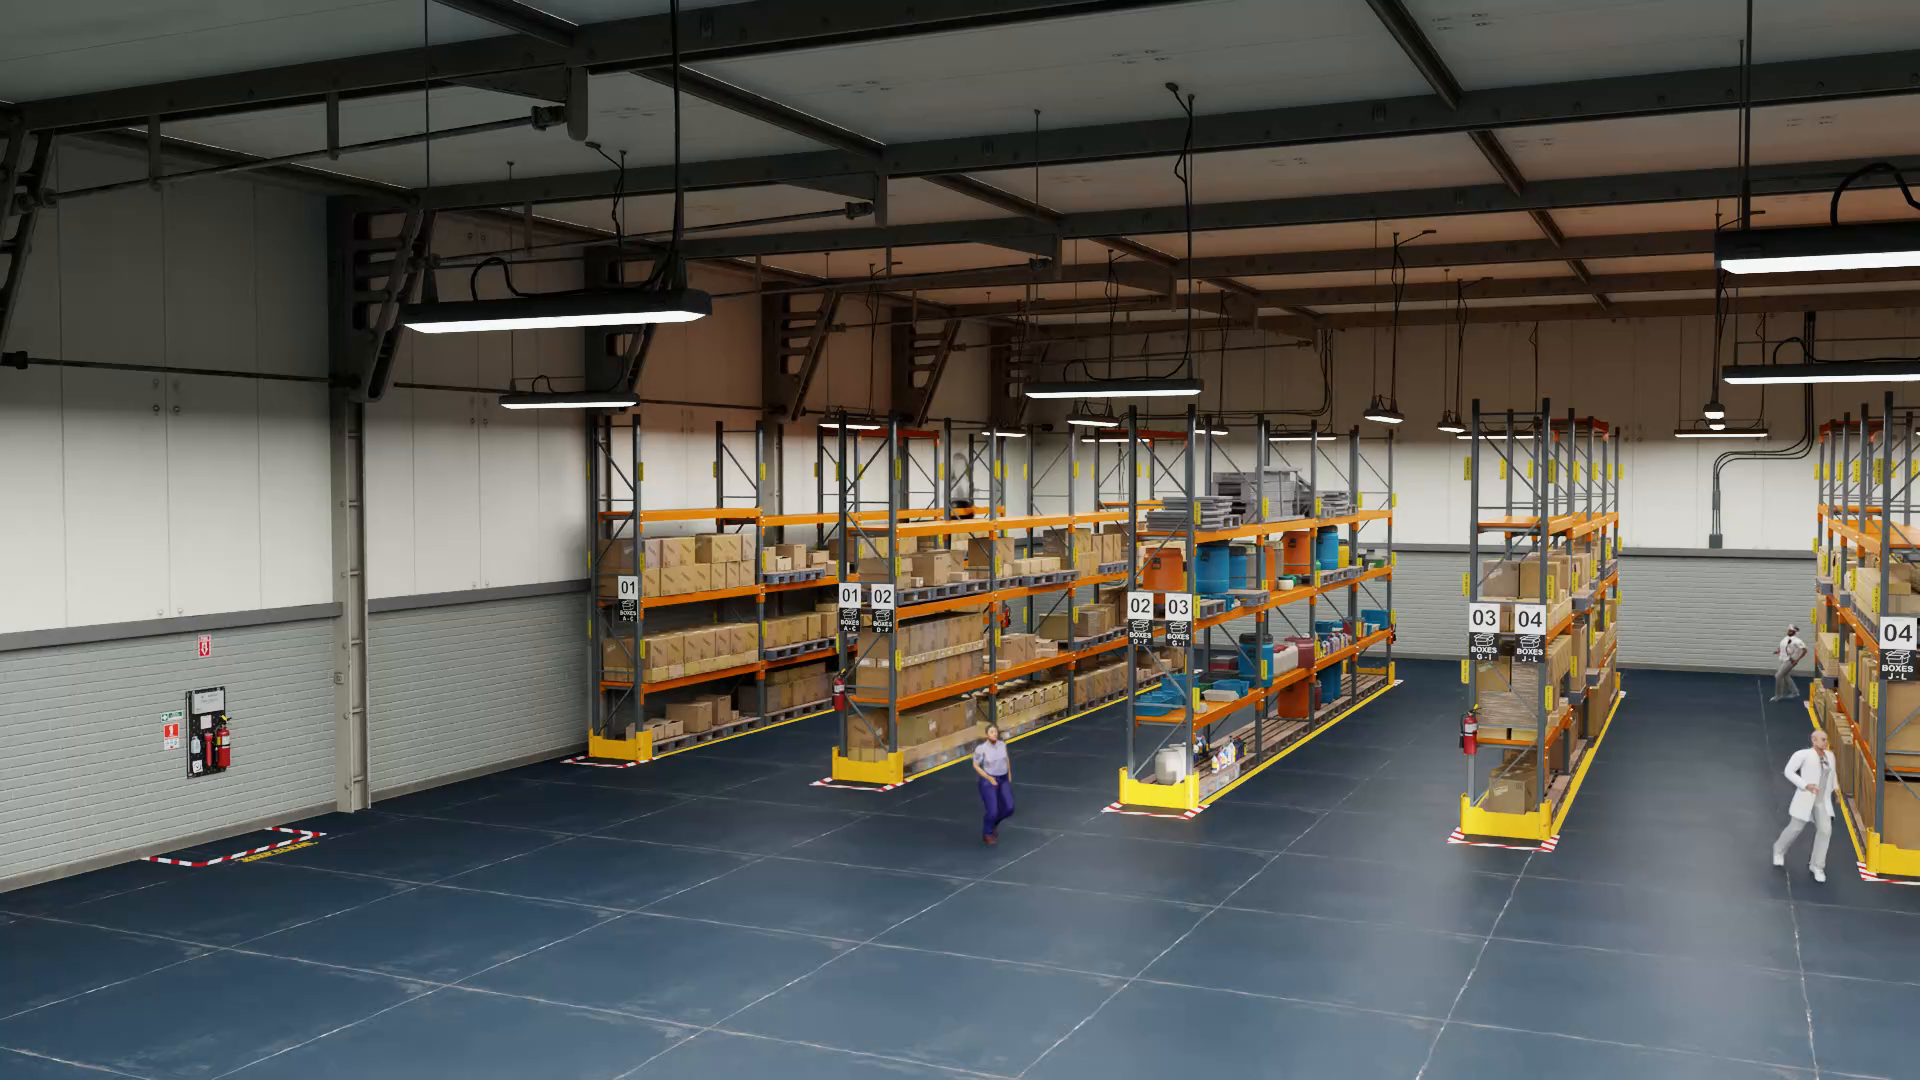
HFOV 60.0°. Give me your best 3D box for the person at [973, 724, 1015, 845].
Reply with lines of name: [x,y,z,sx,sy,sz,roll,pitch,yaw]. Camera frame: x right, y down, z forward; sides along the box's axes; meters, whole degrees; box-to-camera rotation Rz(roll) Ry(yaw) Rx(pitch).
person: [0.471,3.285,22.351,0.595,1.610,0.500,-1,3,-31]

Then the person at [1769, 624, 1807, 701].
person: [18.056,2.689,36.218,0.728,1.715,0.638,0,2,-5]

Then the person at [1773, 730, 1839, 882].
person: [10.643,3.269,20.707,0.762,1.797,0.946,0,2,-2]
